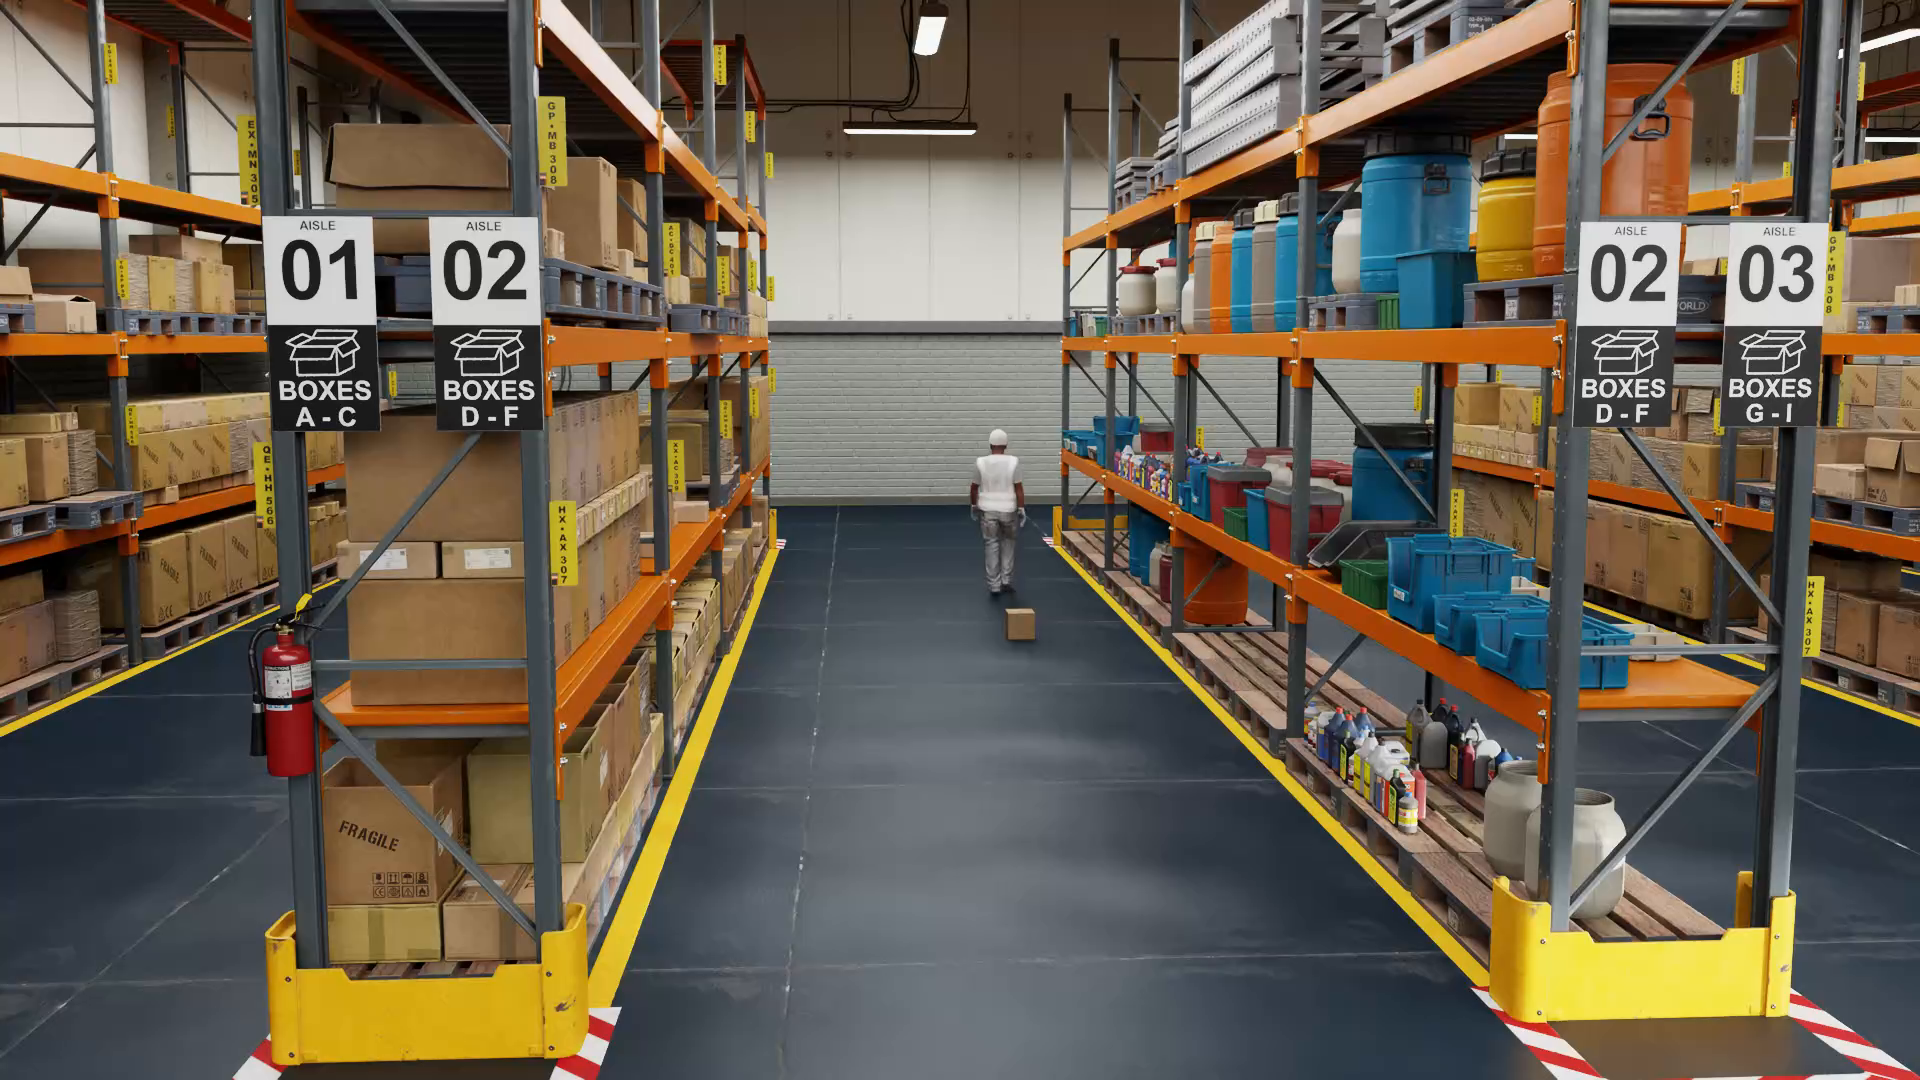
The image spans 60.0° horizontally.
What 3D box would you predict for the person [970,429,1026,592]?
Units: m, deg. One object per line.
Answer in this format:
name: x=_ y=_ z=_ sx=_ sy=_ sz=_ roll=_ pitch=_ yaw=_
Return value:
person: x=0.412 y=-0.299 z=18.266 sx=0.603 sy=1.842 sz=0.655 roll=0 pitch=7 yaw=-1
